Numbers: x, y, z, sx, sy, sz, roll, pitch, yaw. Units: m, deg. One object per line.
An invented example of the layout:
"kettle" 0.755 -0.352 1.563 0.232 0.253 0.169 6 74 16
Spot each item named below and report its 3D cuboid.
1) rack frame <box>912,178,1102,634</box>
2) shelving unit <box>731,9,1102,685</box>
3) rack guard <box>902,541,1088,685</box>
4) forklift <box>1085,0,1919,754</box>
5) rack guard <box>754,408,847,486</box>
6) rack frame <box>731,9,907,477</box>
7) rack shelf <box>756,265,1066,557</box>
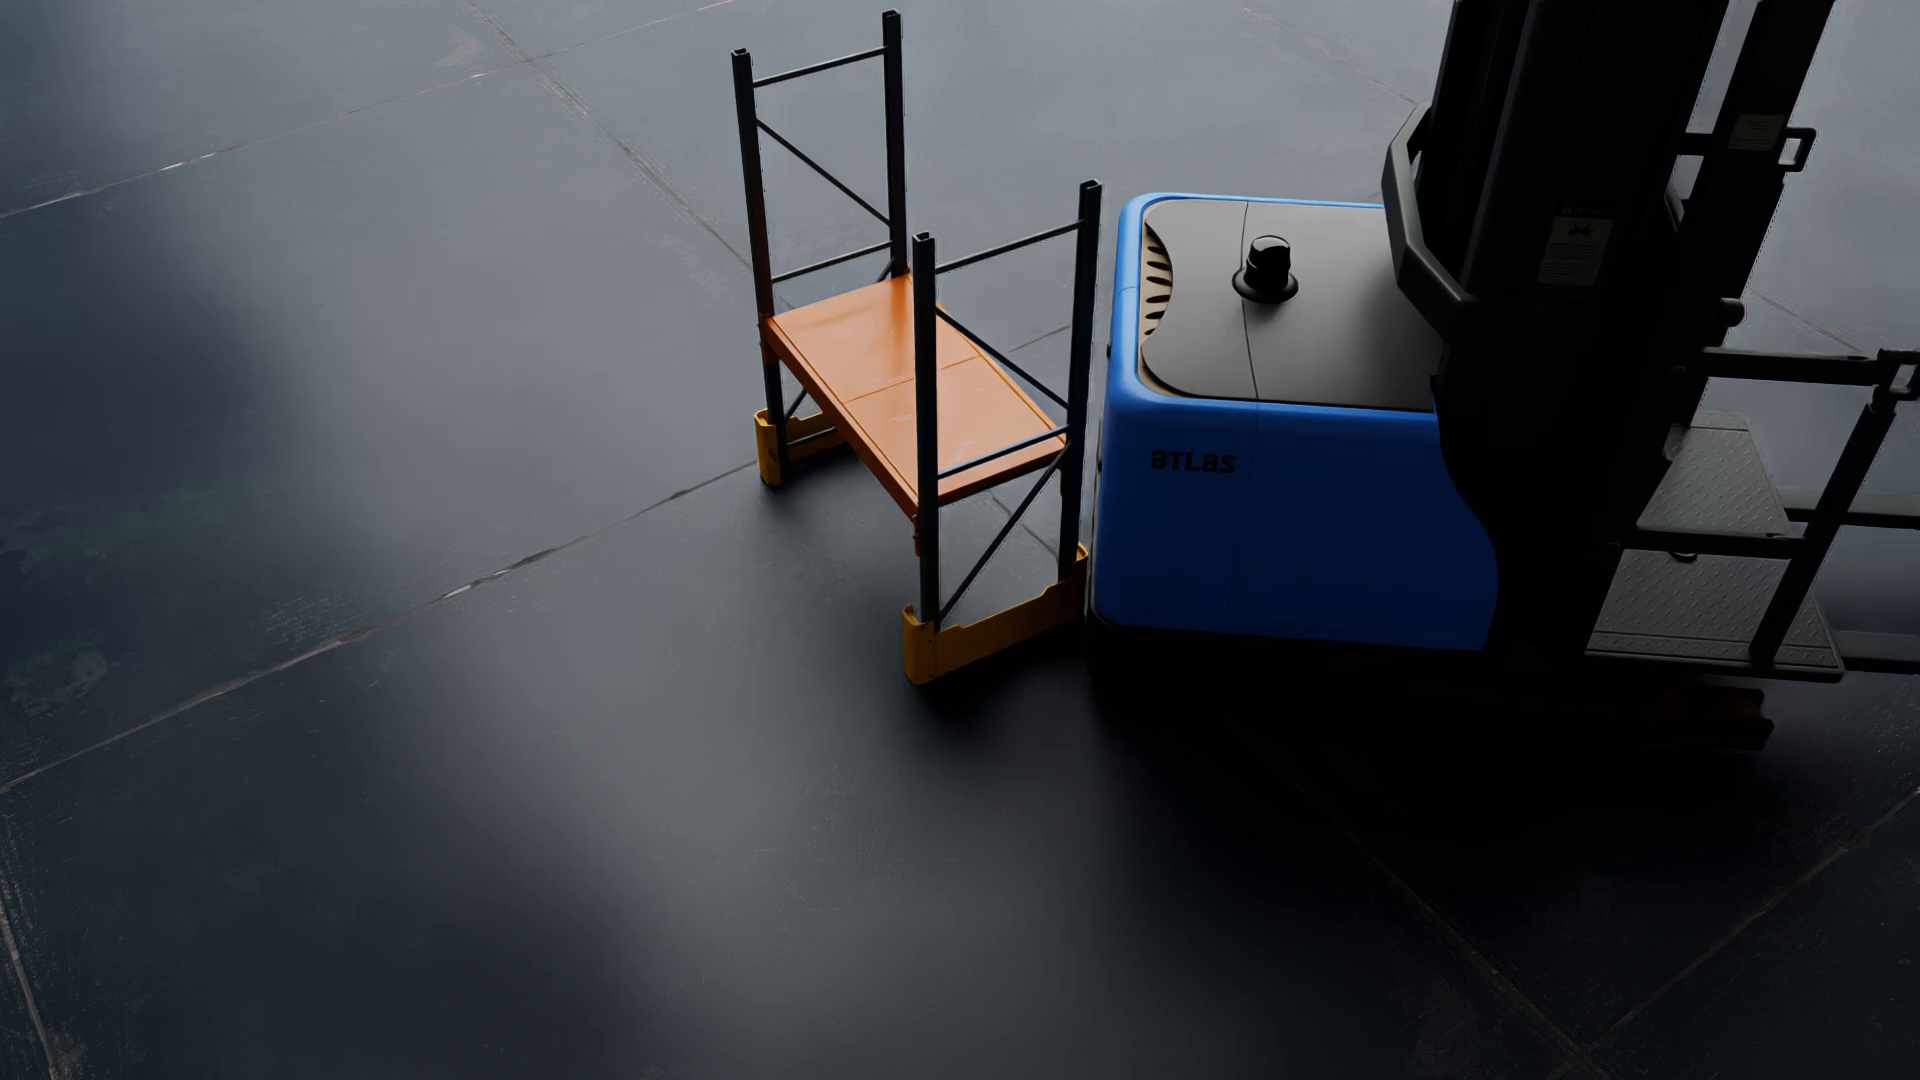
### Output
"rack frame" 0.115 -0.231 4.406 0.500 1.500 0.032 -21 48 -21
"shelving unit" -0.141 -0.541 4.731 0.587 1.500 1.083 -21 48 -21
"rack guard" 0.105 0.210 4.849 0.587 0.250 0.087 -21 48 -21
"forklift" 1.908 -0.853 4.021 3.031 2.935 1.130 4 44 4
"rack guard" -0.388 -0.388 5.475 0.587 0.250 0.087 -21 48 -21
"rack frame" -0.389 -0.841 5.045 0.500 1.500 0.032 -21 48 -21
"rack shelf" -0.137 -0.406 4.849 0.538 0.185 1.000 -21 48 -21
